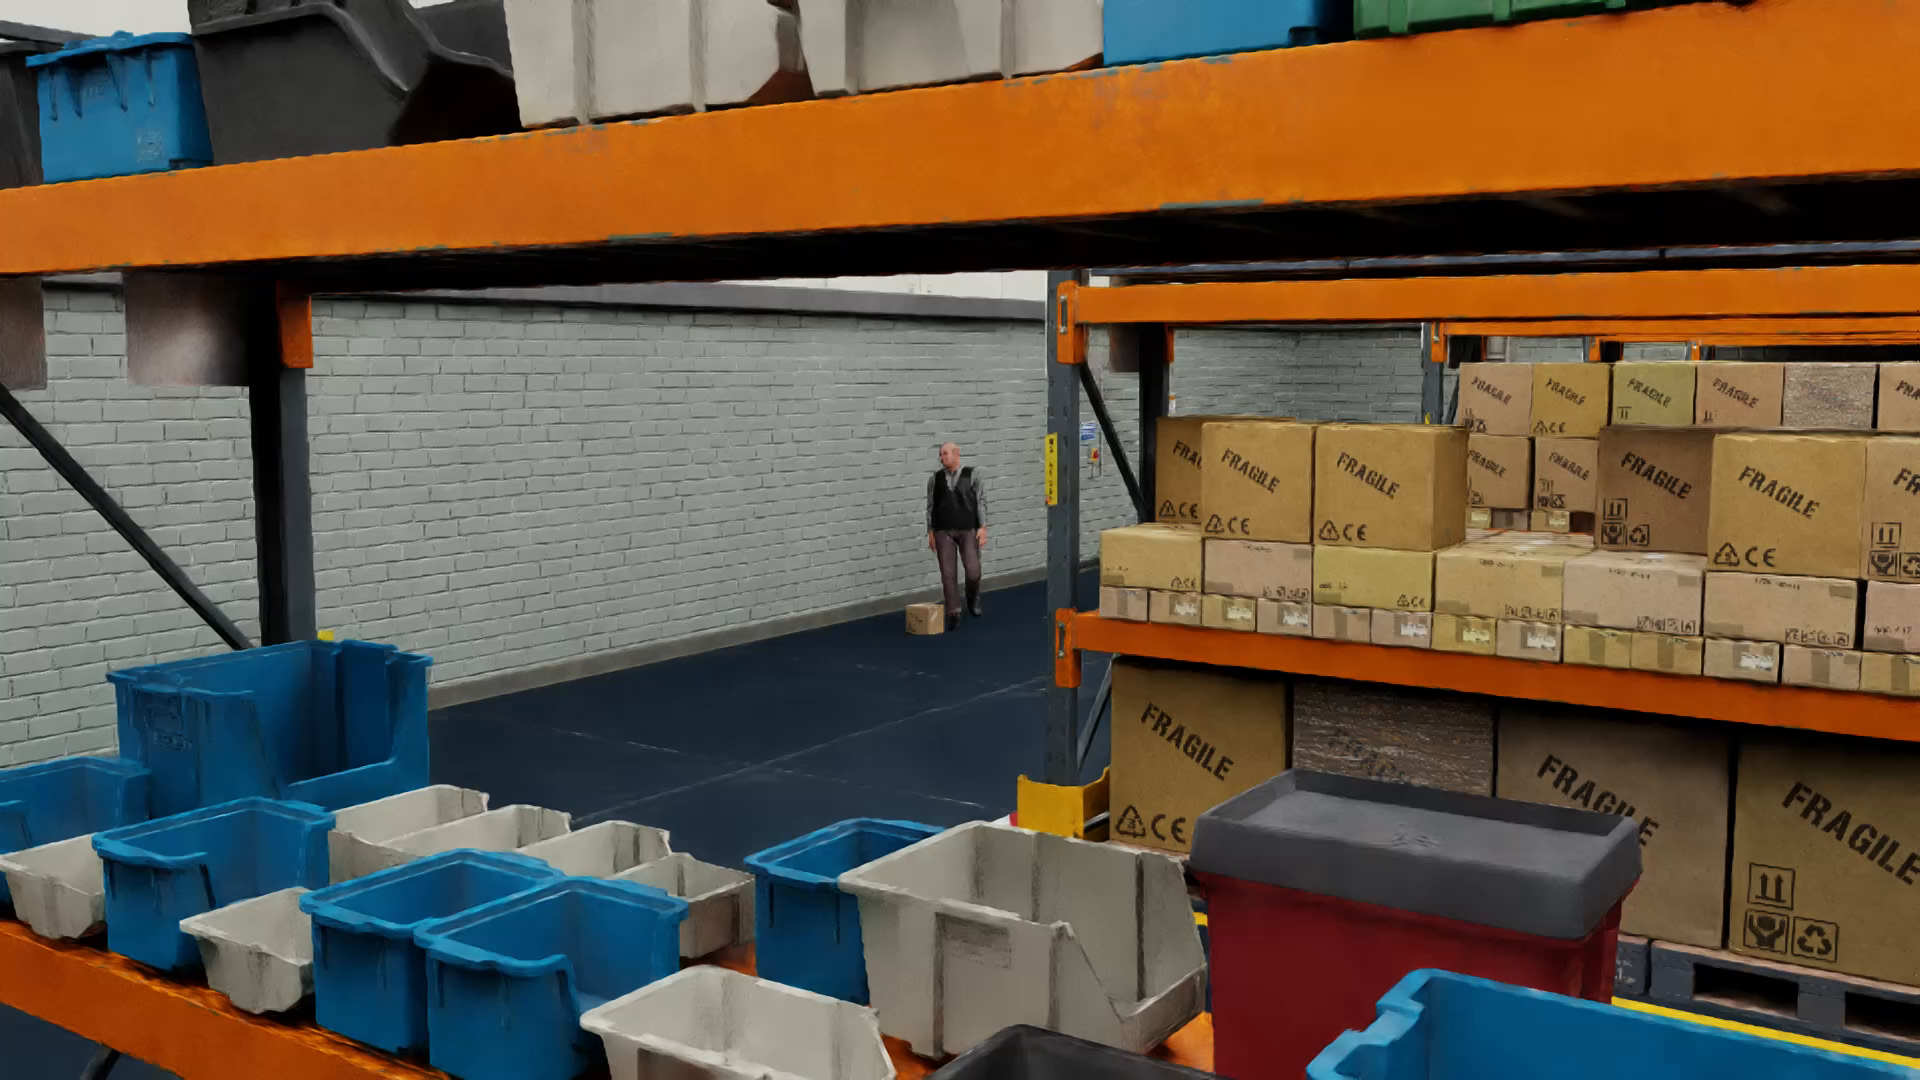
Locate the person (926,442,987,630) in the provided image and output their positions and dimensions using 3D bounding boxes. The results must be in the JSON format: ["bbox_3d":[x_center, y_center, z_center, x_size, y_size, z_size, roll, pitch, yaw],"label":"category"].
[{"bbox_3d":[-0.035,-0.051,15.404,0.580,1.703,0.677,1,6,6],"label":"person"}]
